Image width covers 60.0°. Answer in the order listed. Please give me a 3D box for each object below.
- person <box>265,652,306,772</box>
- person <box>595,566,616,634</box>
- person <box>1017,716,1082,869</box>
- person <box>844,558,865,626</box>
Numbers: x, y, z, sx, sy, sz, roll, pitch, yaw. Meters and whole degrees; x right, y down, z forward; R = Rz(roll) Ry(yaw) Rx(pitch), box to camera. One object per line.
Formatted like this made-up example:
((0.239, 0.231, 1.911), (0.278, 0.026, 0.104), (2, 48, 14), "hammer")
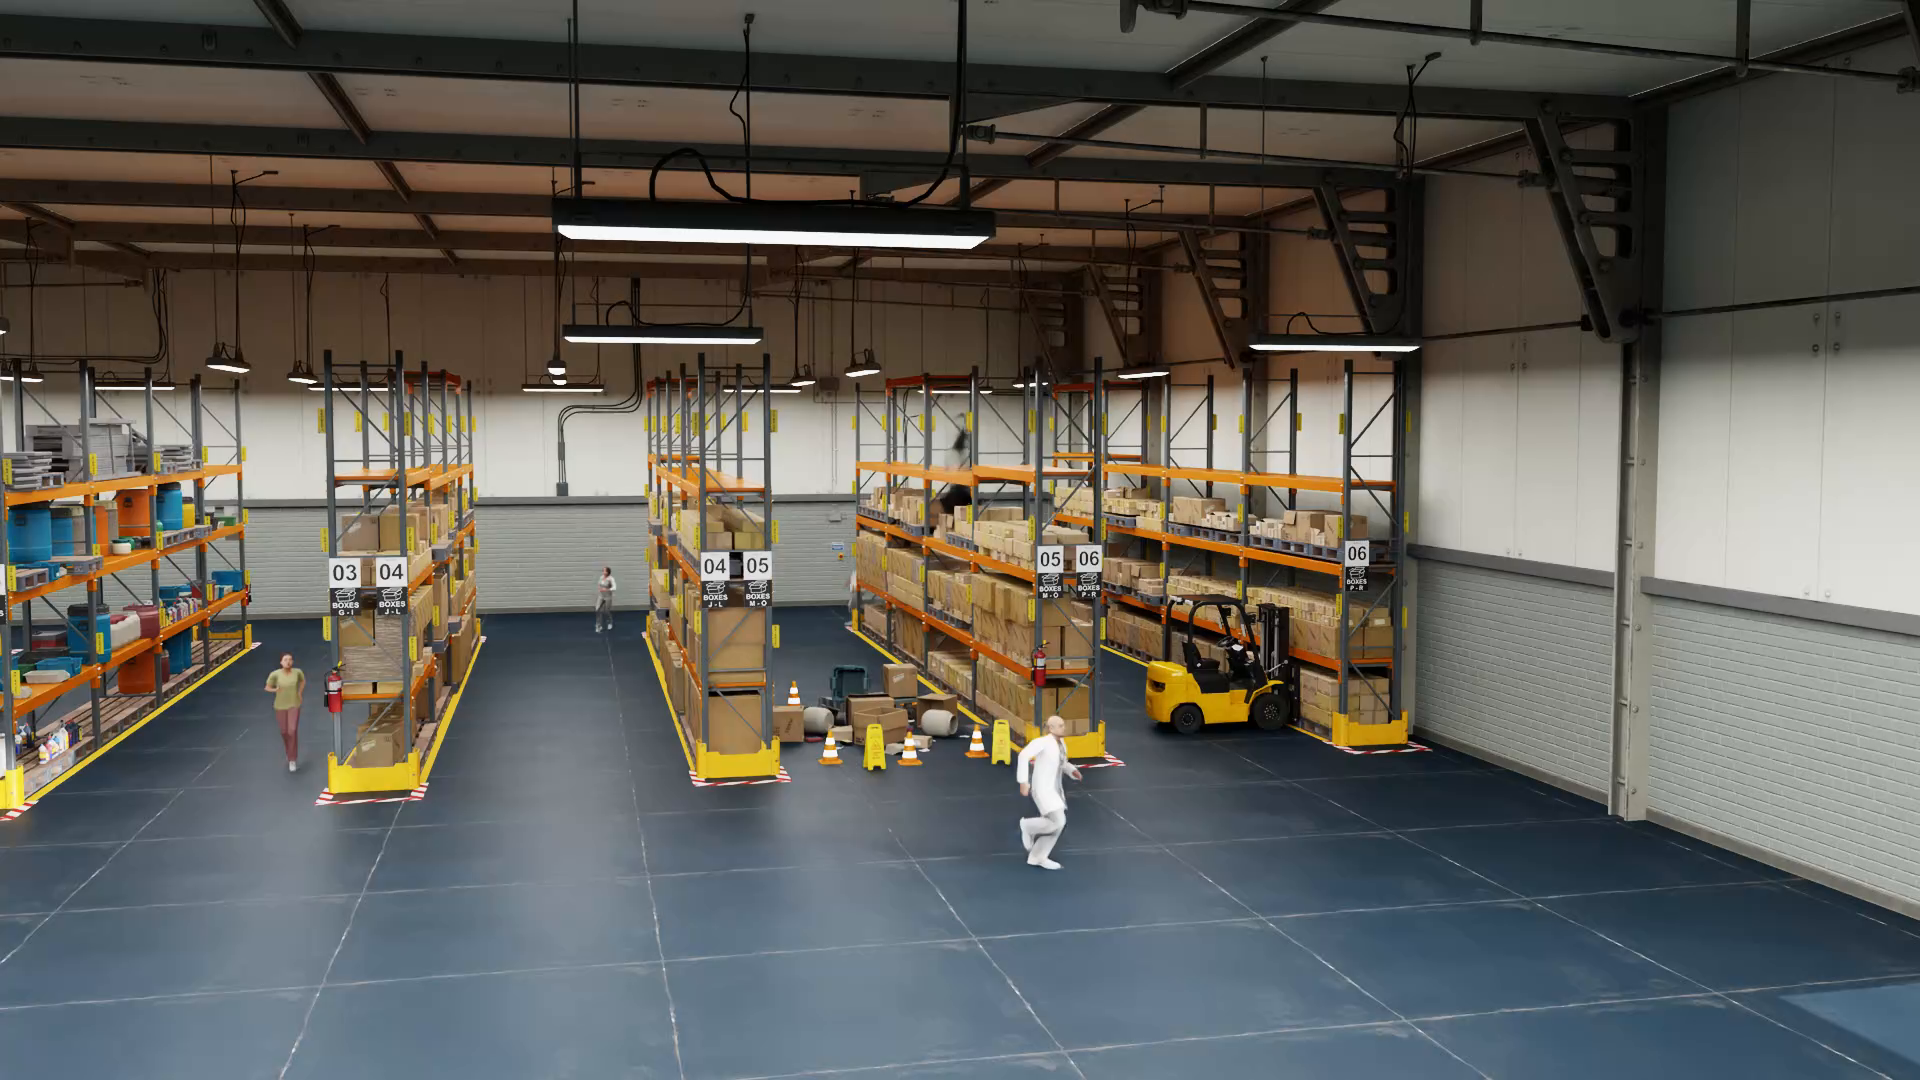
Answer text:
((-9.847, 2.487, 24.285), (0.550, 1.711, 0.824), (-1, 4, -20), "person")
((-8.476, 1.443, 39.972), (0.585, 1.640, 0.694), (1, 4, 19), "person")
((1.021, 2.848, 18.754), (0.711, 1.730, 0.758), (3, 5, 33), "person")
((-2.512, 1.263, 41.345), (0.760, 1.733, 0.669), (-1, 4, -18), "person")
